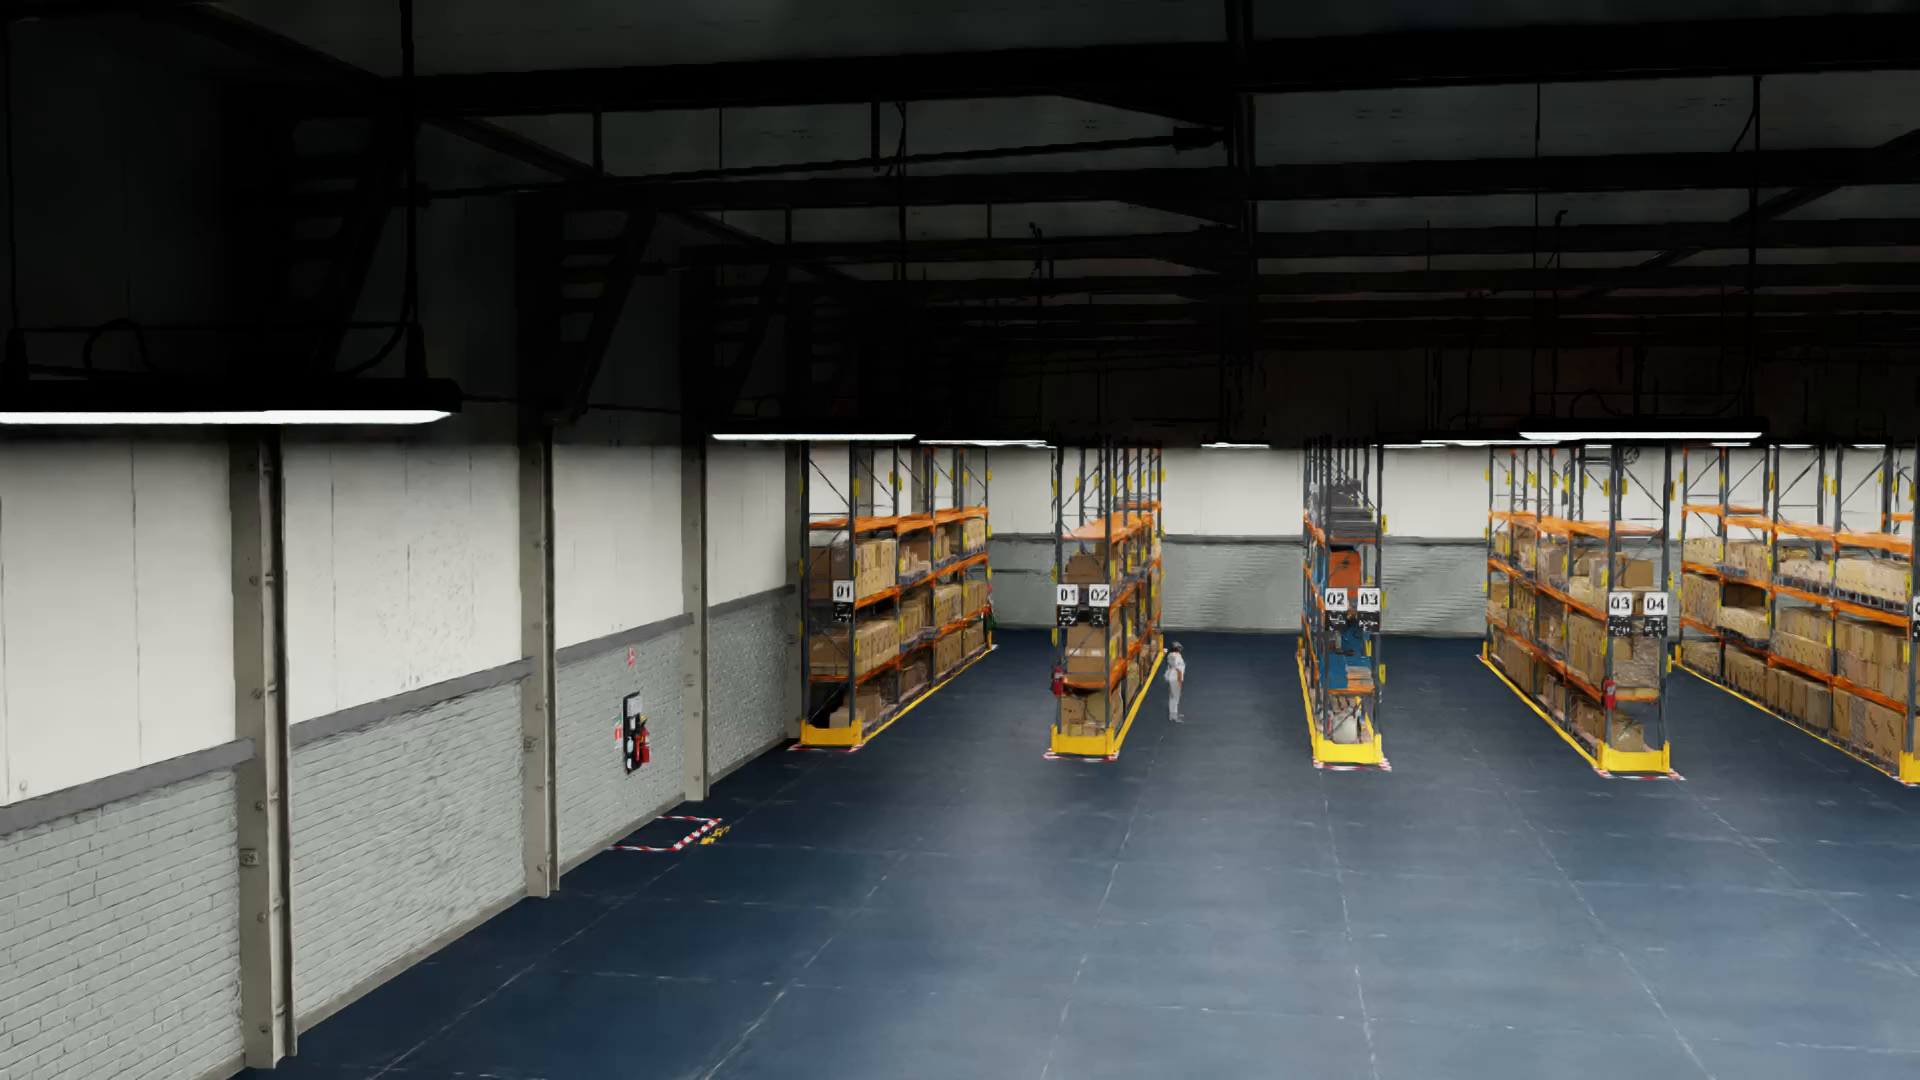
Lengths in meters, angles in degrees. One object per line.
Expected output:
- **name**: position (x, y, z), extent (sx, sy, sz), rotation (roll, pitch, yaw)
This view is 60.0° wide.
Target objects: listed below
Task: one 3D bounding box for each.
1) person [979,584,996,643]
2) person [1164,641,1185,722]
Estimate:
- **person**: position (0.782, 2.174, 49.110), extent (0.449, 1.777, 0.656), rotation (3, 4, 45)
- **person**: position (4.577, 2.975, 35.190), extent (0.463, 1.673, 0.577), rotation (-1, 3, -15)
